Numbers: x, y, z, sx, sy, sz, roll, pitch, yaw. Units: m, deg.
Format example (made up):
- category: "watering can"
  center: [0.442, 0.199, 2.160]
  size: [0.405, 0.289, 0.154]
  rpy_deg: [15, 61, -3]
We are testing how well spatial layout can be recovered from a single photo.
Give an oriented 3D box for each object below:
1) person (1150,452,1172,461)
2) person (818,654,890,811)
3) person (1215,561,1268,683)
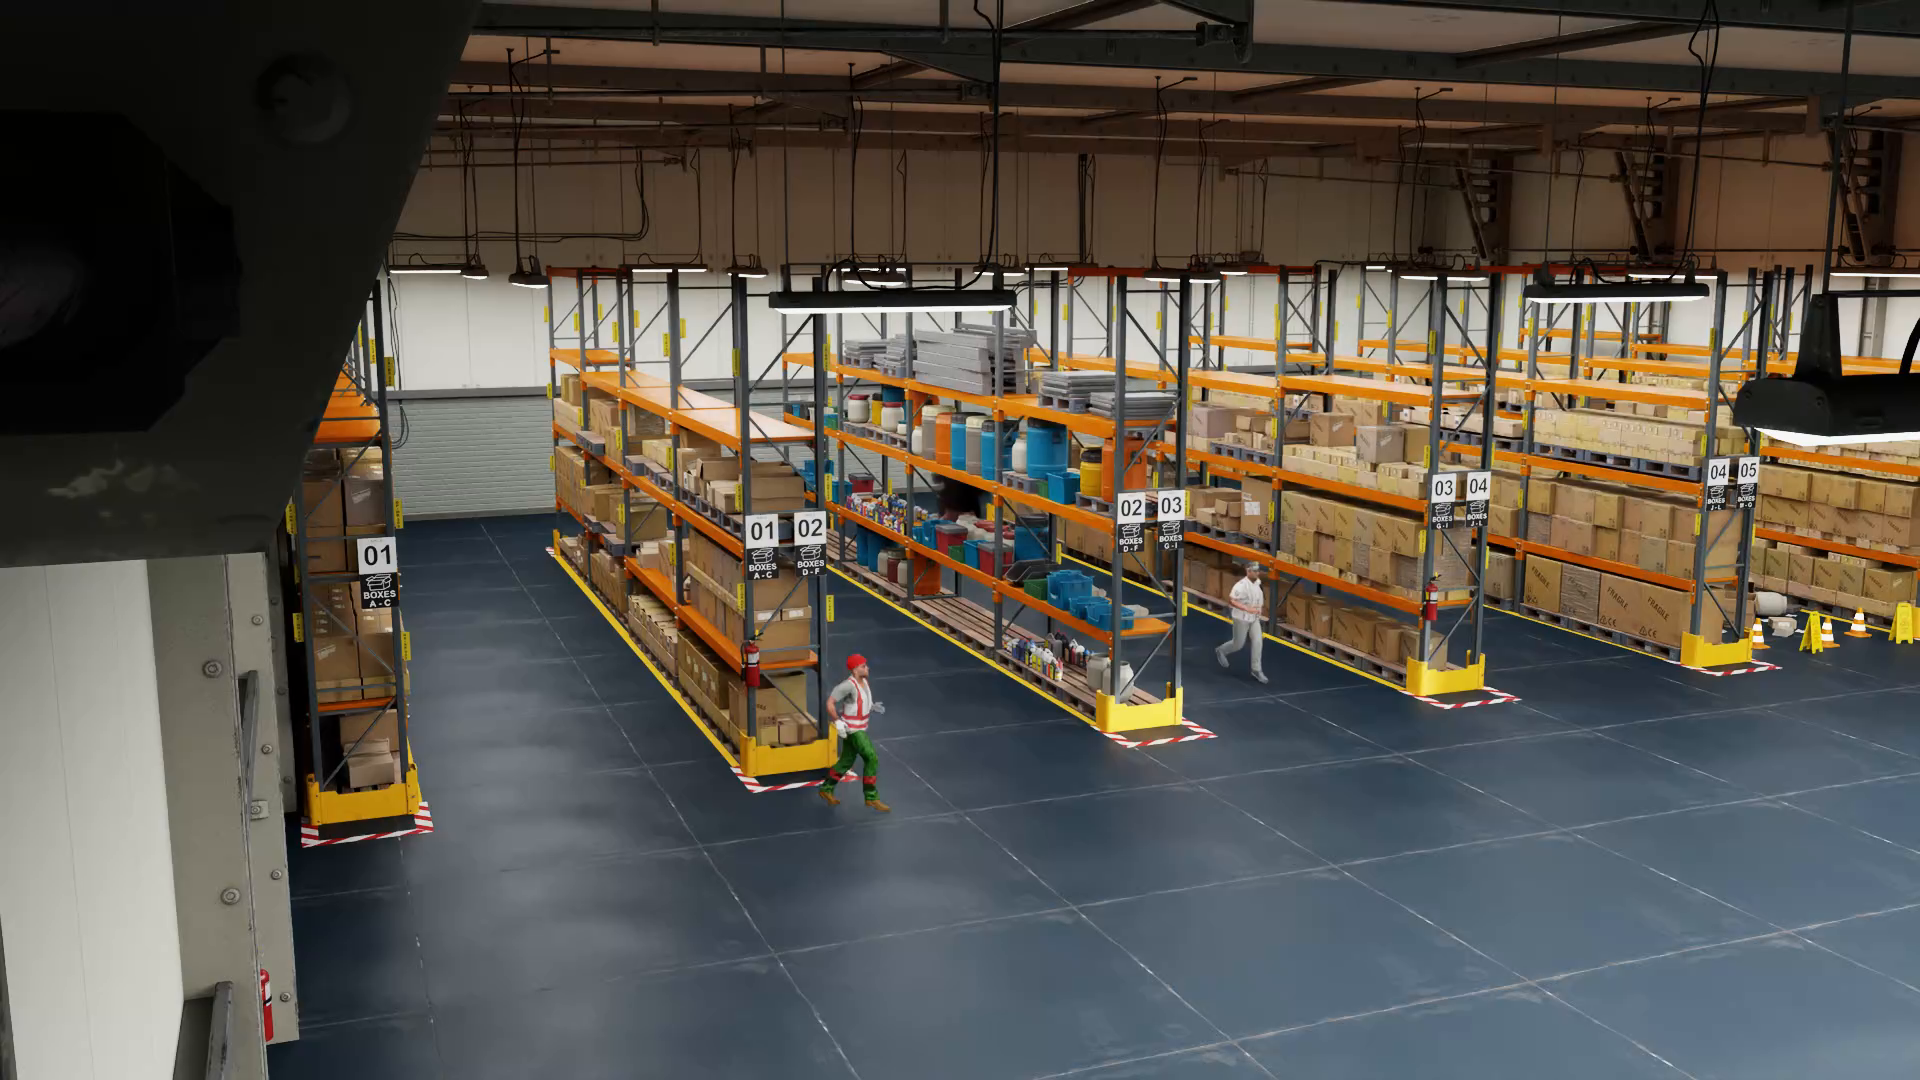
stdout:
- category: "person"
  center: [4.874, -1.578, 41.042]
  size: [0.591, 1.607, 0.583]
  rpy_deg: [5, 11, 27]
- category: "person"
  center: [-1.198, 2.163, 18.948]
  size: [0.869, 1.777, 0.635]
  rpy_deg: [2, 10, 12]
- category: "person"
  center: [4.258, 1.173, 24.861]
  size: [0.686, 1.784, 1.018]
  rpy_deg: [-8, 13, -39]
